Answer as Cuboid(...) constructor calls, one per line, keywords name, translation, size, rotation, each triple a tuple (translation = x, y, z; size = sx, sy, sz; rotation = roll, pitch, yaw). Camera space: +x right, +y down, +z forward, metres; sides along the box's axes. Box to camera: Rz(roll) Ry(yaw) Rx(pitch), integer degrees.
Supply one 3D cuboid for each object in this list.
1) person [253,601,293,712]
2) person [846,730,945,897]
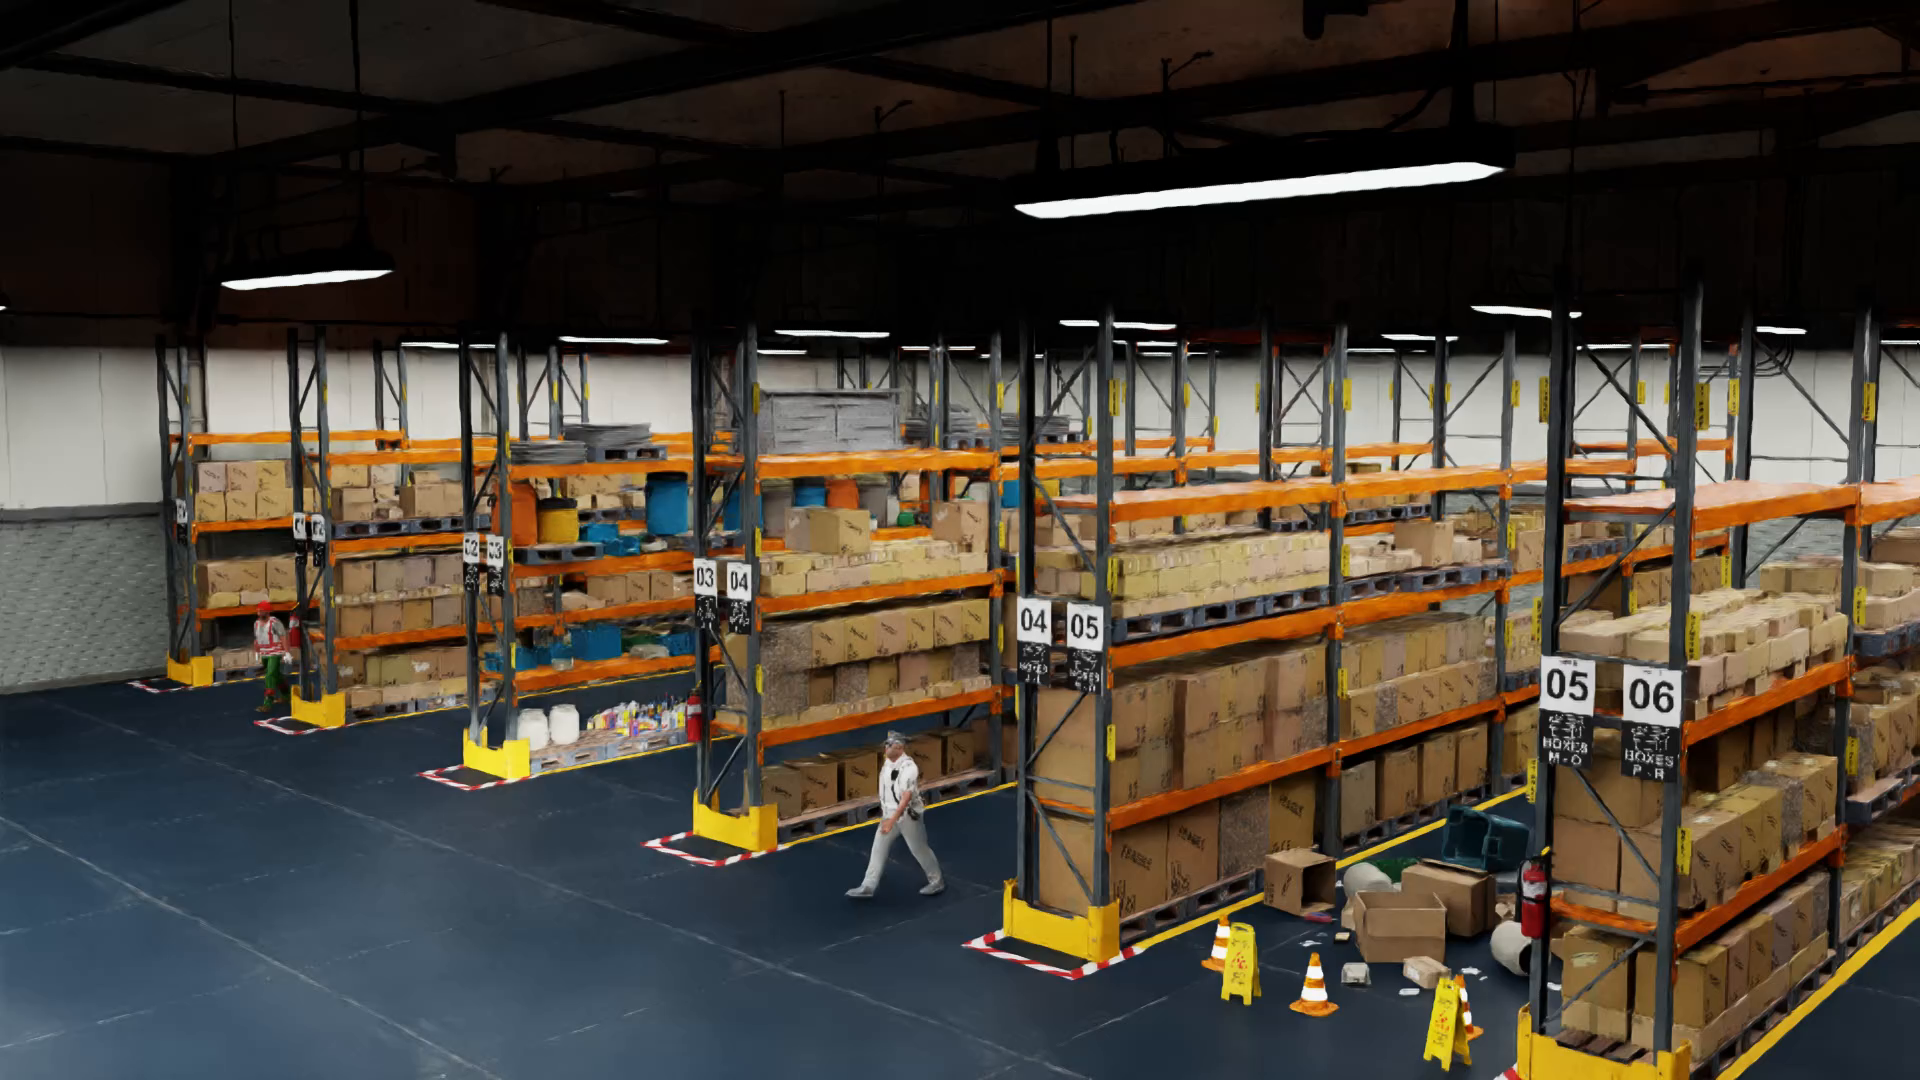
Cuboid(name="person", translation=(-10.975, 1.824, 26.441), size=(0.592, 1.746, 0.976), rotation=(2, 6, 22))
Cuboid(name="person", translation=(-0.625, 2.734, 16.648), size=(1.020, 1.705, 0.535), rotation=(-4, 7, -37))
